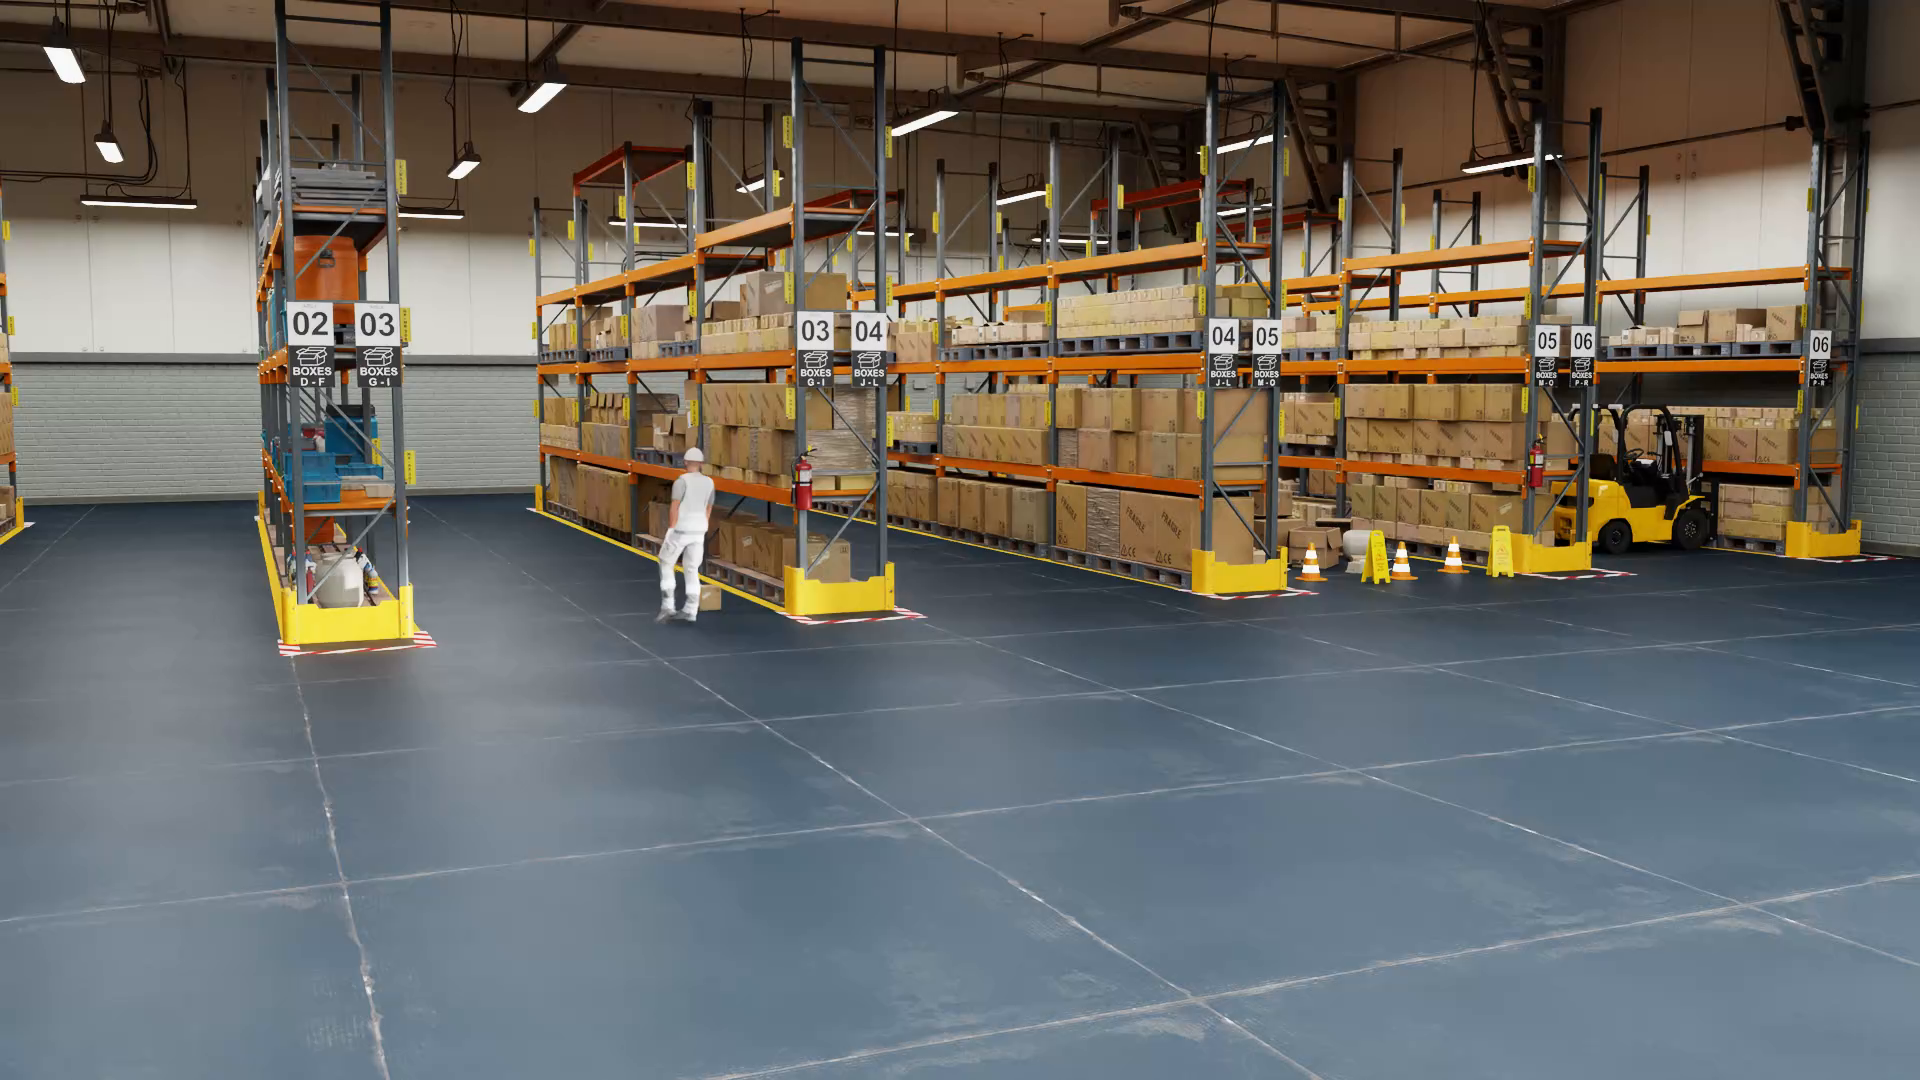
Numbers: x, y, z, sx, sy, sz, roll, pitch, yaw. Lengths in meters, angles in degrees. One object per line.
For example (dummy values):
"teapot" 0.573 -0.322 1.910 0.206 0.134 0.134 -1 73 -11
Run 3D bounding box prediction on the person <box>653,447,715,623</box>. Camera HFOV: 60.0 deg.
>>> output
"person" -2.823 -0.034 17.065 0.641 1.832 0.465 -5 7 -43
